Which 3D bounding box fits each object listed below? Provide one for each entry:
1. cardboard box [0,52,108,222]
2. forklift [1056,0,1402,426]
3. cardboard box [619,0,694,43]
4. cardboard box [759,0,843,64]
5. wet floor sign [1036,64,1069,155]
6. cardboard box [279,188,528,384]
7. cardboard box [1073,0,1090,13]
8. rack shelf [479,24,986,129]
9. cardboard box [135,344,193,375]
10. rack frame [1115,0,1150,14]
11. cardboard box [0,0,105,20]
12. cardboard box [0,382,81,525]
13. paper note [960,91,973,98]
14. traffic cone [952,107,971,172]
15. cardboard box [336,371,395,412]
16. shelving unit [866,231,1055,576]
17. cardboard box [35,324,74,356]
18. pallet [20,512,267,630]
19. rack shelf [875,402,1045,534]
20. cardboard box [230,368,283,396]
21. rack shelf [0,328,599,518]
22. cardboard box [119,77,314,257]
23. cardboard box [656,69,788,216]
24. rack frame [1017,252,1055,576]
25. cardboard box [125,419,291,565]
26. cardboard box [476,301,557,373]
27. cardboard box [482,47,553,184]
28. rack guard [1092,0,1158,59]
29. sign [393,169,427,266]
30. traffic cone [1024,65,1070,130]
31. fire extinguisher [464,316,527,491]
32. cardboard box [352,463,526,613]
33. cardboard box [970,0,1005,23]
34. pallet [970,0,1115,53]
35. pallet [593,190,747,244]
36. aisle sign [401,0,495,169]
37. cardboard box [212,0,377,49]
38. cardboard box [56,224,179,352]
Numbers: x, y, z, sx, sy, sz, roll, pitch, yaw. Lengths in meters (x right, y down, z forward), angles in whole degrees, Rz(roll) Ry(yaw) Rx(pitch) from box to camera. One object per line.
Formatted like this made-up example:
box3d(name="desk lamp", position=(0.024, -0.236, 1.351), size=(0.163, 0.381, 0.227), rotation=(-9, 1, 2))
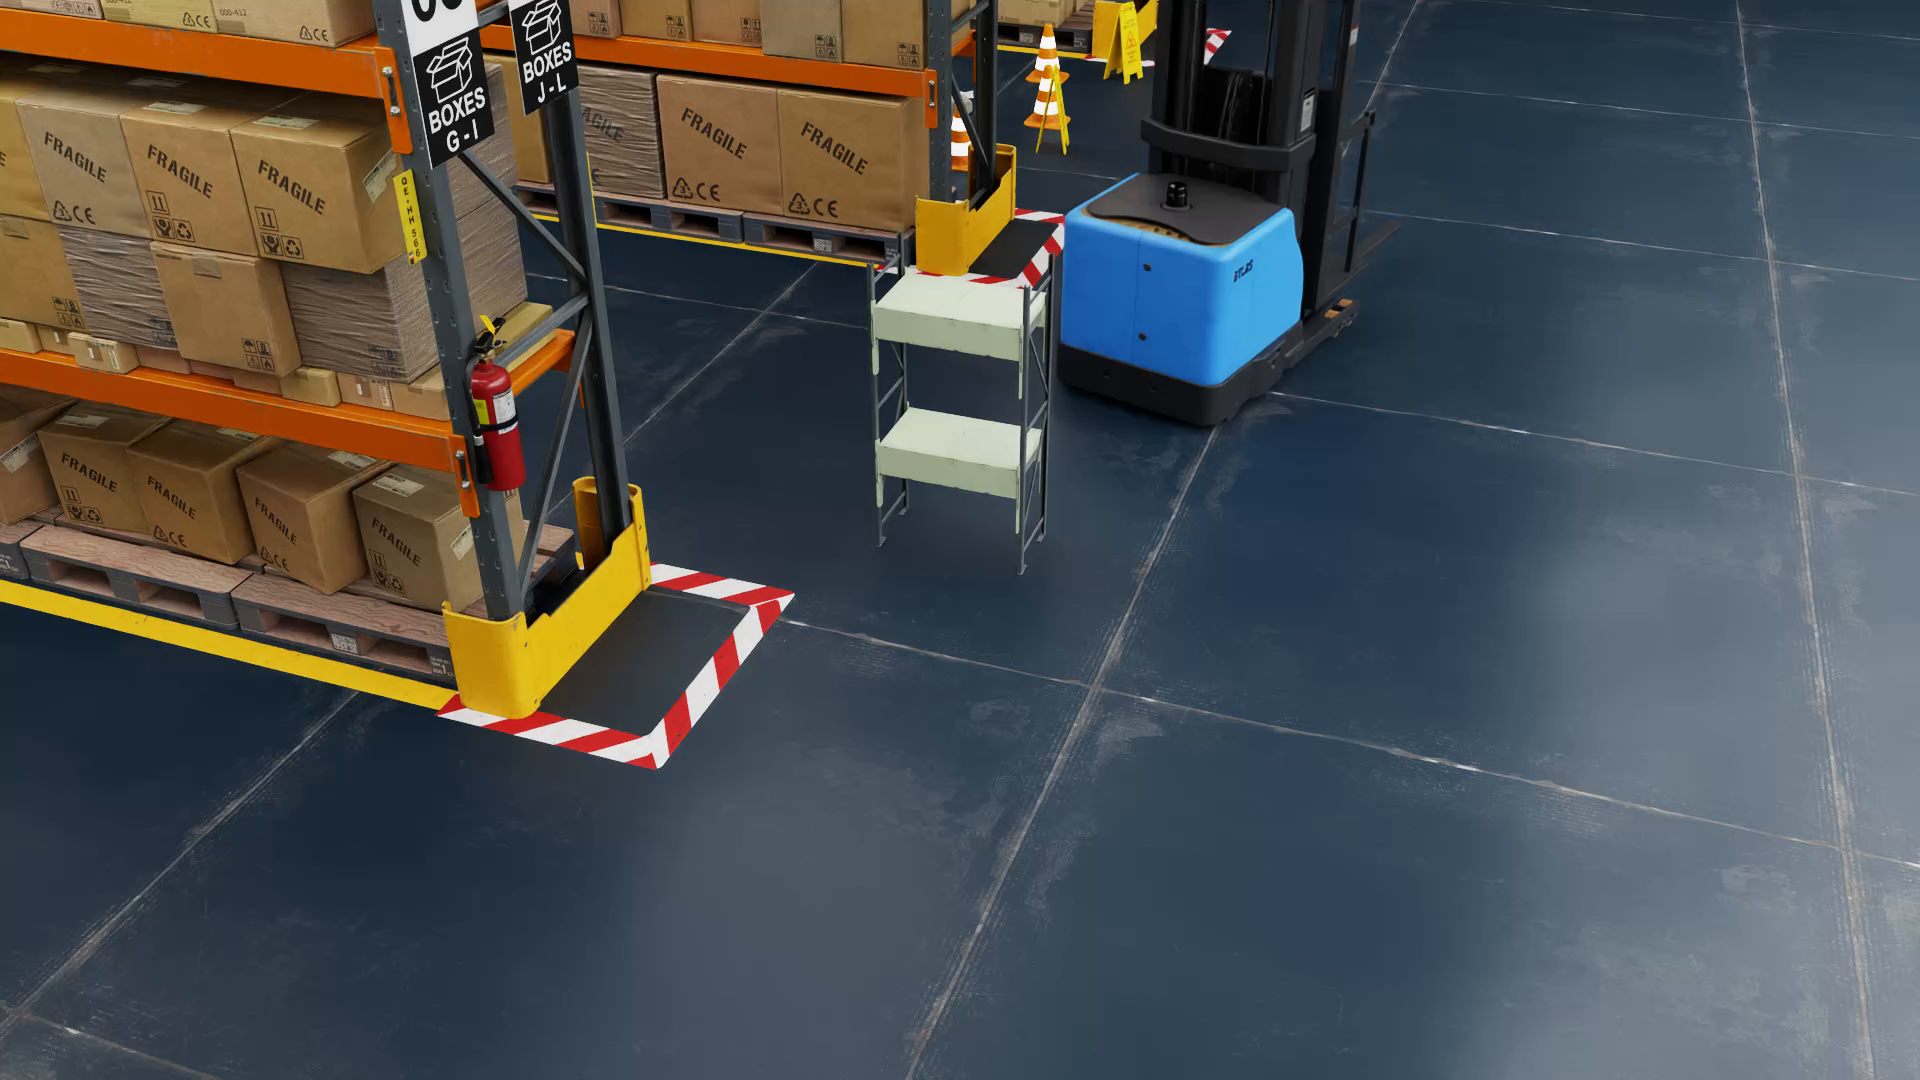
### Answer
box3d(name="cardboard box", position=(-3.753, -1.641, 6.739), size=(0.500, 0.500, 0.500), rotation=(11, 34, 16))
box3d(name="forklift", position=(1.814, -2.606, 9.584), size=(1.130, 2.935, 3.031), rotation=(21, 38, 29))
box3d(name="cardboard box", position=(-1.860, -3.757, 11.165), size=(0.500, 0.550, 0.875), rotation=(11, 34, 16))
box3d(name="cardboard box", position=(-0.862, -3.514, 10.790), size=(0.550, 0.550, 0.875), rotation=(11, 34, 16))
box3d(name="wet floor sign", position=(0.723, -3.334, 12.819), size=(0.232, 0.644, 0.267), rotation=(5, 33, 8))
box3d(name="cardboard box", position=(-2.250, -1.085, 6.798), size=(0.500, 0.500, 0.875), rotation=(11, 34, 16))
box3d(name="cardboard box", position=(0.936, -5.173, 15.645), size=(0.500, 0.250, 0.500), rotation=(11, 34, 16))
box3d(name="rack shelf", position=(-1.855, -3.381, 11.384), size=(4.000, 0.370, 1.077), rotation=(11, 34, 16))
box3d(name="cardboard box", position=(-3.261, -0.865, 7.055), size=(0.250, 0.149, 0.380), rotation=(11, 34, 16))
box3d(name="rack frame", position=(1.602, -5.863, 14.566), size=(0.127, 3.000, 1.000), rotation=(11, 34, 16))
box3d(name="cardboard box", position=(-3.231, -2.147, 6.182), size=(0.500, 0.250, 0.500), rotation=(12, 35, 18))
box3d(name="cardboard box", position=(-4.602, -0.467, 8.125), size=(0.500, 0.500, 0.500), rotation=(23, 39, 31))
box3d(name="paper note", position=(0.041, -3.772, 14.065), size=(0.142, 0.019, 0.148), rotation=(0, 33, 0))
box3d(name="traffic cone", position=(0.006, -3.074, 12.584), size=(0.334, 0.463, 0.336), rotation=(11, 34, 16))
box3d(name="cardboard box", position=(-2.314, -0.690, 6.785), size=(0.250, 0.149, 0.380), rotation=(11, 34, 16))
box3d(name="shelving unit", position=(0.006, -0.629, 7.841), size=(0.755, 1.500, 0.431), rotation=(11, 34, 16))
box3d(name="cardboard box", position=(-3.739, -0.946, 7.182), size=(0.250, 0.149, 0.380), rotation=(11, 34, 16))
box3d(name="pallet", position=(-3.710, -0.036, 8.112), size=(1.213, 0.211, 1.003), rotation=(11, 34, 16))
box3d(name="rack shelf", position=(0.006, -0.355, 8.018), size=(0.720, 0.370, 0.431), rotation=(11, 34, 16))
box3d(name="cardboard box", position=(-2.797, -0.763, 6.898), size=(0.250, 0.149, 0.380), rotation=(11, 34, 16))
box3d(name="rack shelf", position=(-3.624, -0.867, 7.490), size=(4.000, 0.370, 1.077), rotation=(11, 34, 16))
box3d(name="cardboard box", position=(-2.815, -1.453, 6.447), size=(0.500, 0.500, 0.500), rotation=(11, 34, 16))
box3d(name="cardboard box", position=(-1.462, -2.851, 11.472), size=(0.875, 0.875, 0.875), rotation=(10, 34, 16))
box3d(name="rack frame", position=(0.351, -0.562, 7.738), size=(0.023, 1.500, 0.400), rotation=(11, 34, 16))
box3d(name="cardboard box", position=(-3.481, -0.268, 7.817), size=(0.500, 0.500, 0.500), rotation=(14, 35, 21))
box3d(name="cardboard box", position=(-1.929, -0.871, 7.066), size=(0.250, 0.149, 0.380), rotation=(11, 34, 16))
box3d(name="cardboard box", position=(-3.170, -3.182, 11.985), size=(0.875, 0.875, 0.875), rotation=(12, 35, 17))
box3d(name="rack guard", position=(1.531, -4.827, 15.265), size=(0.348, 0.500, 1.175), rotation=(11, 34, 16))
box3d(name="sign", position=(-1.947, -1.142, 5.895), size=(0.005, 0.325, 0.100), rotation=(11, 34, 16))
box3d(name="traffic cone", position=(0.708, -3.588, 13.381), size=(0.334, 0.463, 0.336), rotation=(11, 34, 16))
box3d(name="fire extinguisher", position=(-1.789, -0.514, 6.352), size=(0.183, 0.674, 0.296), rotation=(11, 34, 16))
box3d(name="cardboard box", position=(-2.323, -0.052, 7.483), size=(0.500, 0.500, 0.500), rotation=(18, 37, 25))
box3d(name="cardboard box", position=(0.265, -4.994, 15.367), size=(0.500, 0.250, 0.500), rotation=(11, 34, 17))
box3d(name="pallet", position=(0.778, -4.872, 15.602), size=(1.213, 0.211, 1.003), rotation=(11, 34, 16))
box3d(name="pallet", position=(-1.896, -2.476, 11.891), size=(1.213, 0.211, 1.003), rotation=(11, 34, 16))
box3d(name="aisle sign", position=(-1.784, -1.731, 5.768), size=(0.004, 0.787, 0.394), rotation=(11, 34, 16))
box3d(name="cardboard box", position=(-2.281, -1.959, 5.891), size=(0.500, 0.250, 0.500), rotation=(12, 35, 18))
box3d(name="cardboard box", position=(-3.217, -1.228, 7.021), size=(0.500, 0.500, 0.875), rotation=(11, 34, 16))
